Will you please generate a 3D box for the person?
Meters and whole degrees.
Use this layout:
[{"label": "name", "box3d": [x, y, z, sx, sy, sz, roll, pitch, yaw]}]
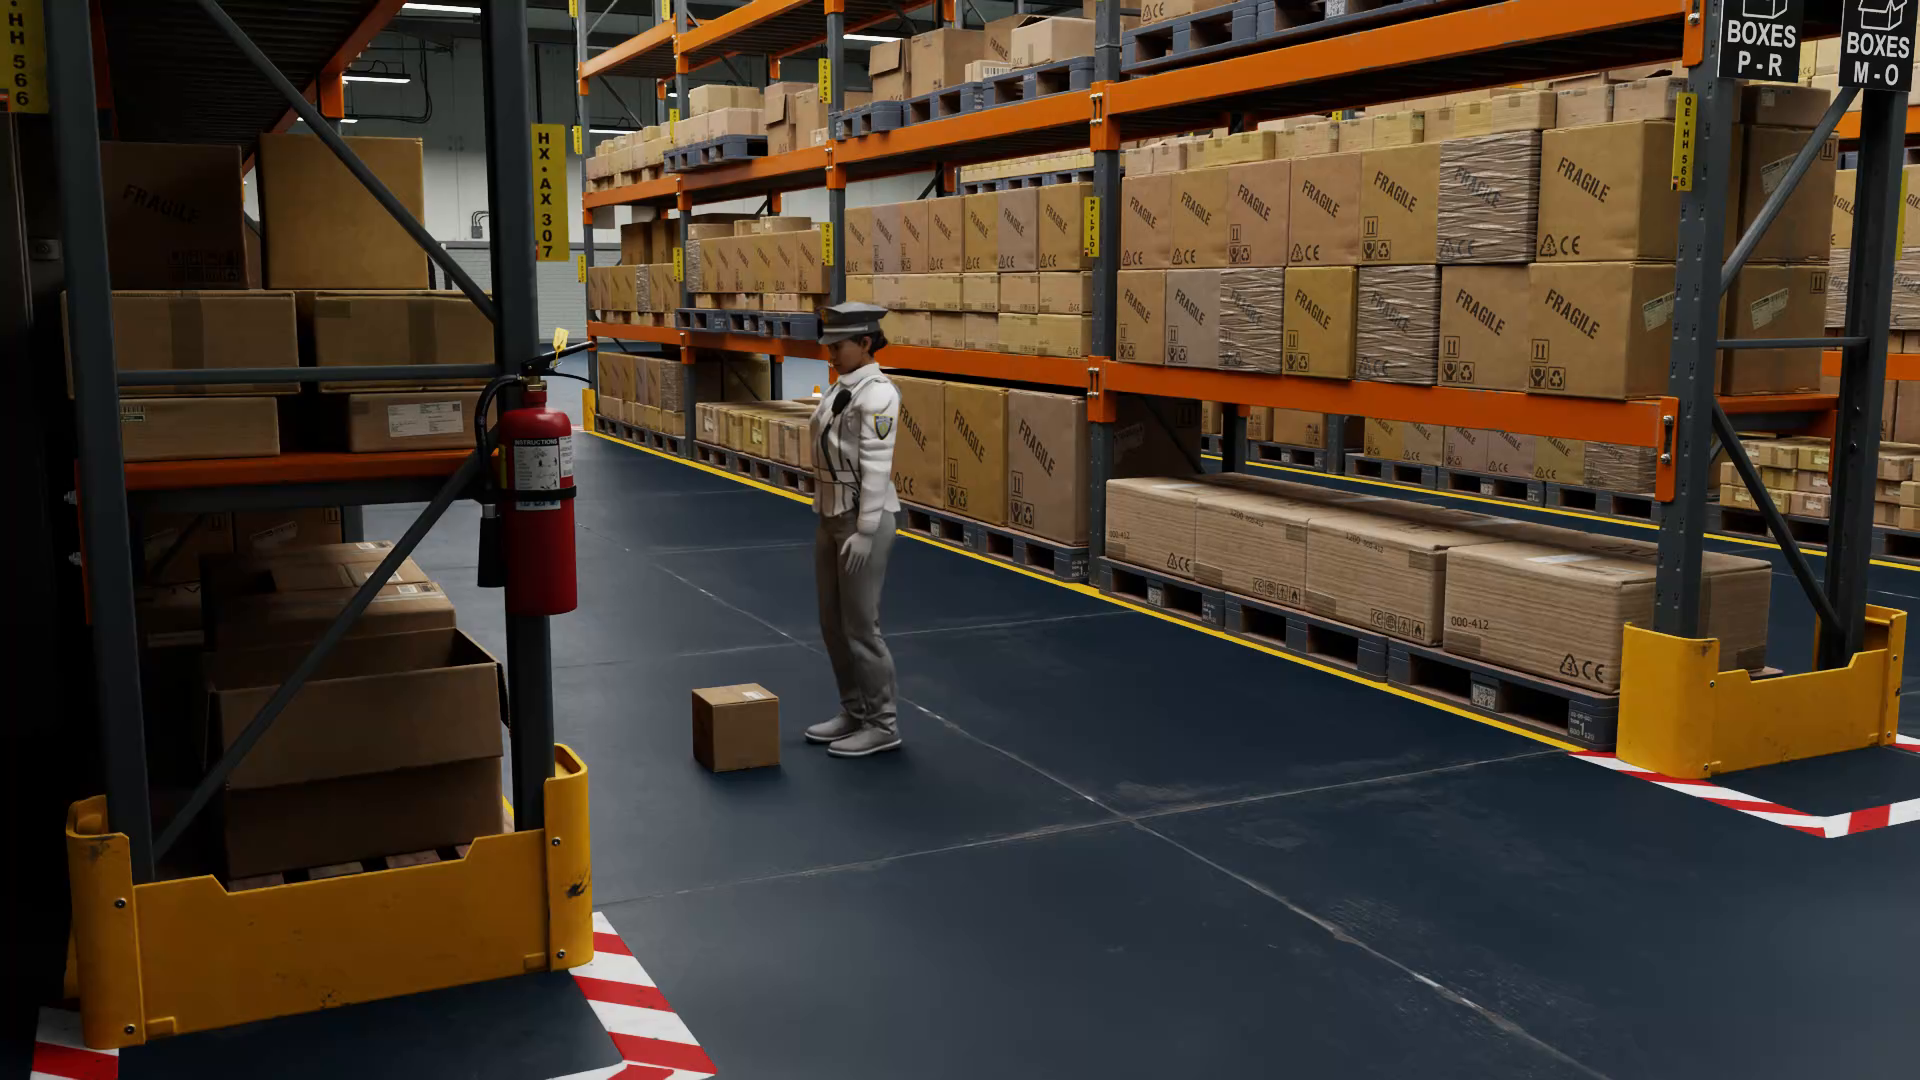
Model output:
[{"label": "person", "box3d": [-0.392, -0.041, 6.134, 0.328, 1.661, 0.470, -4, 10, -25]}]
